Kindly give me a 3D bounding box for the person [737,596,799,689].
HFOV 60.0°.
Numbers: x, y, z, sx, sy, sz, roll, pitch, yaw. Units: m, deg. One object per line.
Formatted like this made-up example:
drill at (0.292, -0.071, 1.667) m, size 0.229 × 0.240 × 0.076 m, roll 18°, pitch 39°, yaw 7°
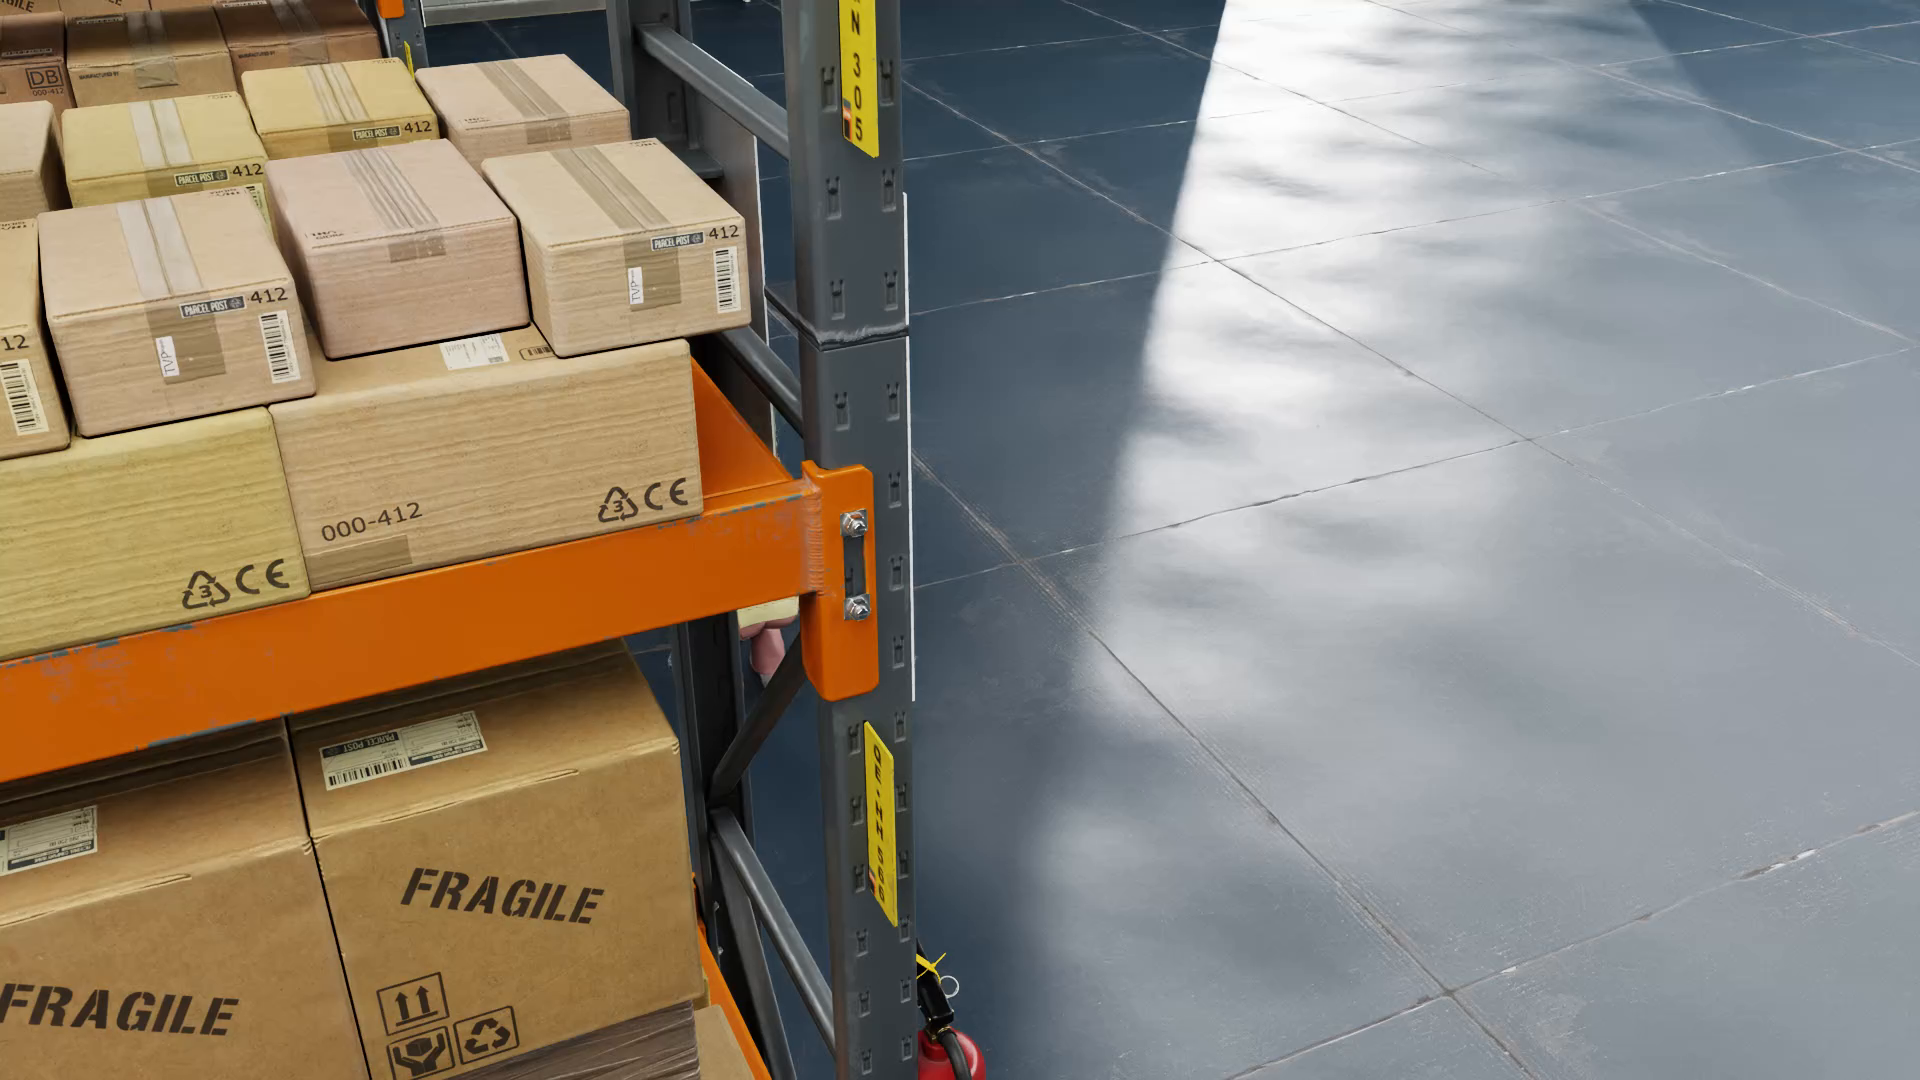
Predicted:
person at (-0.941, 0.173, 6.641) m, size 0.478 × 0.873 × 0.801 m, roll -13°, pitch 32°, yaw -22°
